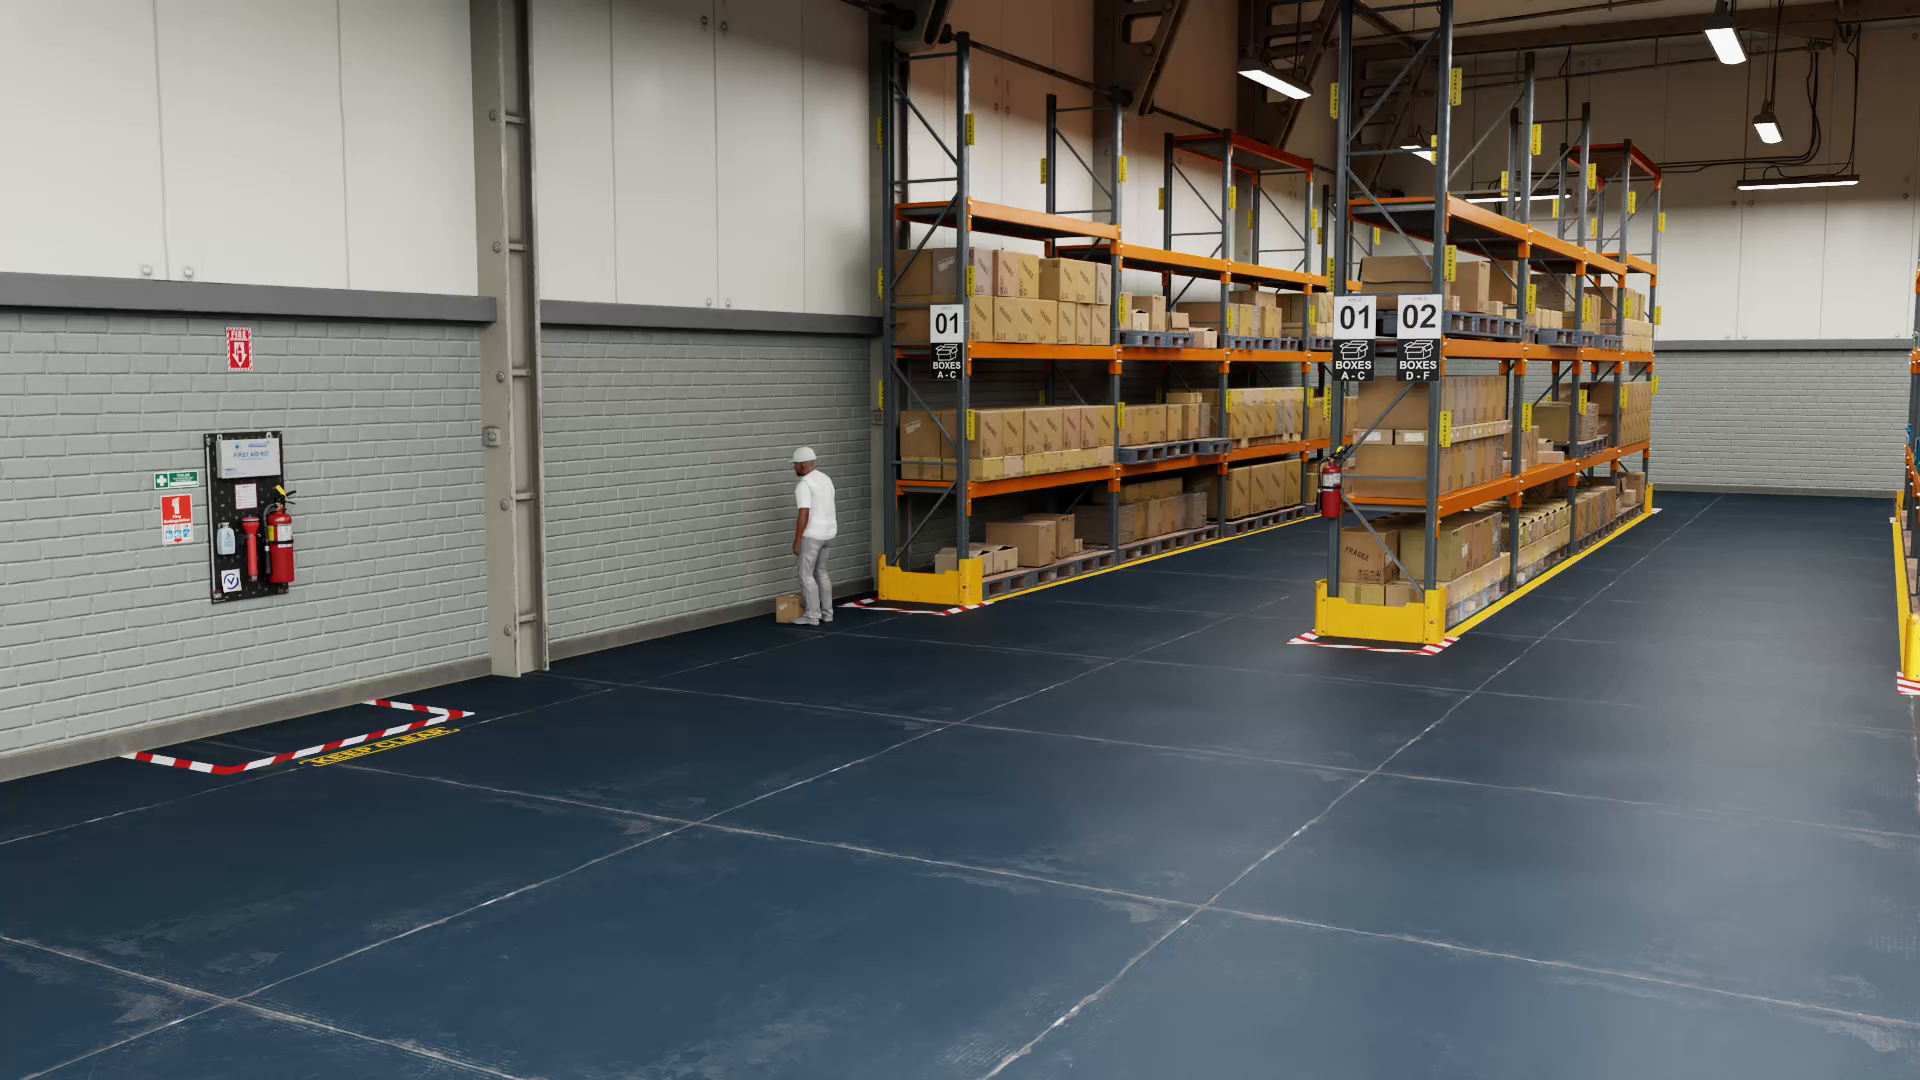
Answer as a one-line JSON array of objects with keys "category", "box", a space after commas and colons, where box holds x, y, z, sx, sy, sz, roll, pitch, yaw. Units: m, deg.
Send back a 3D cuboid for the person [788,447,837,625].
[{"category": "person", "box": [-1.472, -0.044, 16.501, 0.461, 1.755, 0.632, 3, 7, 25]}]
